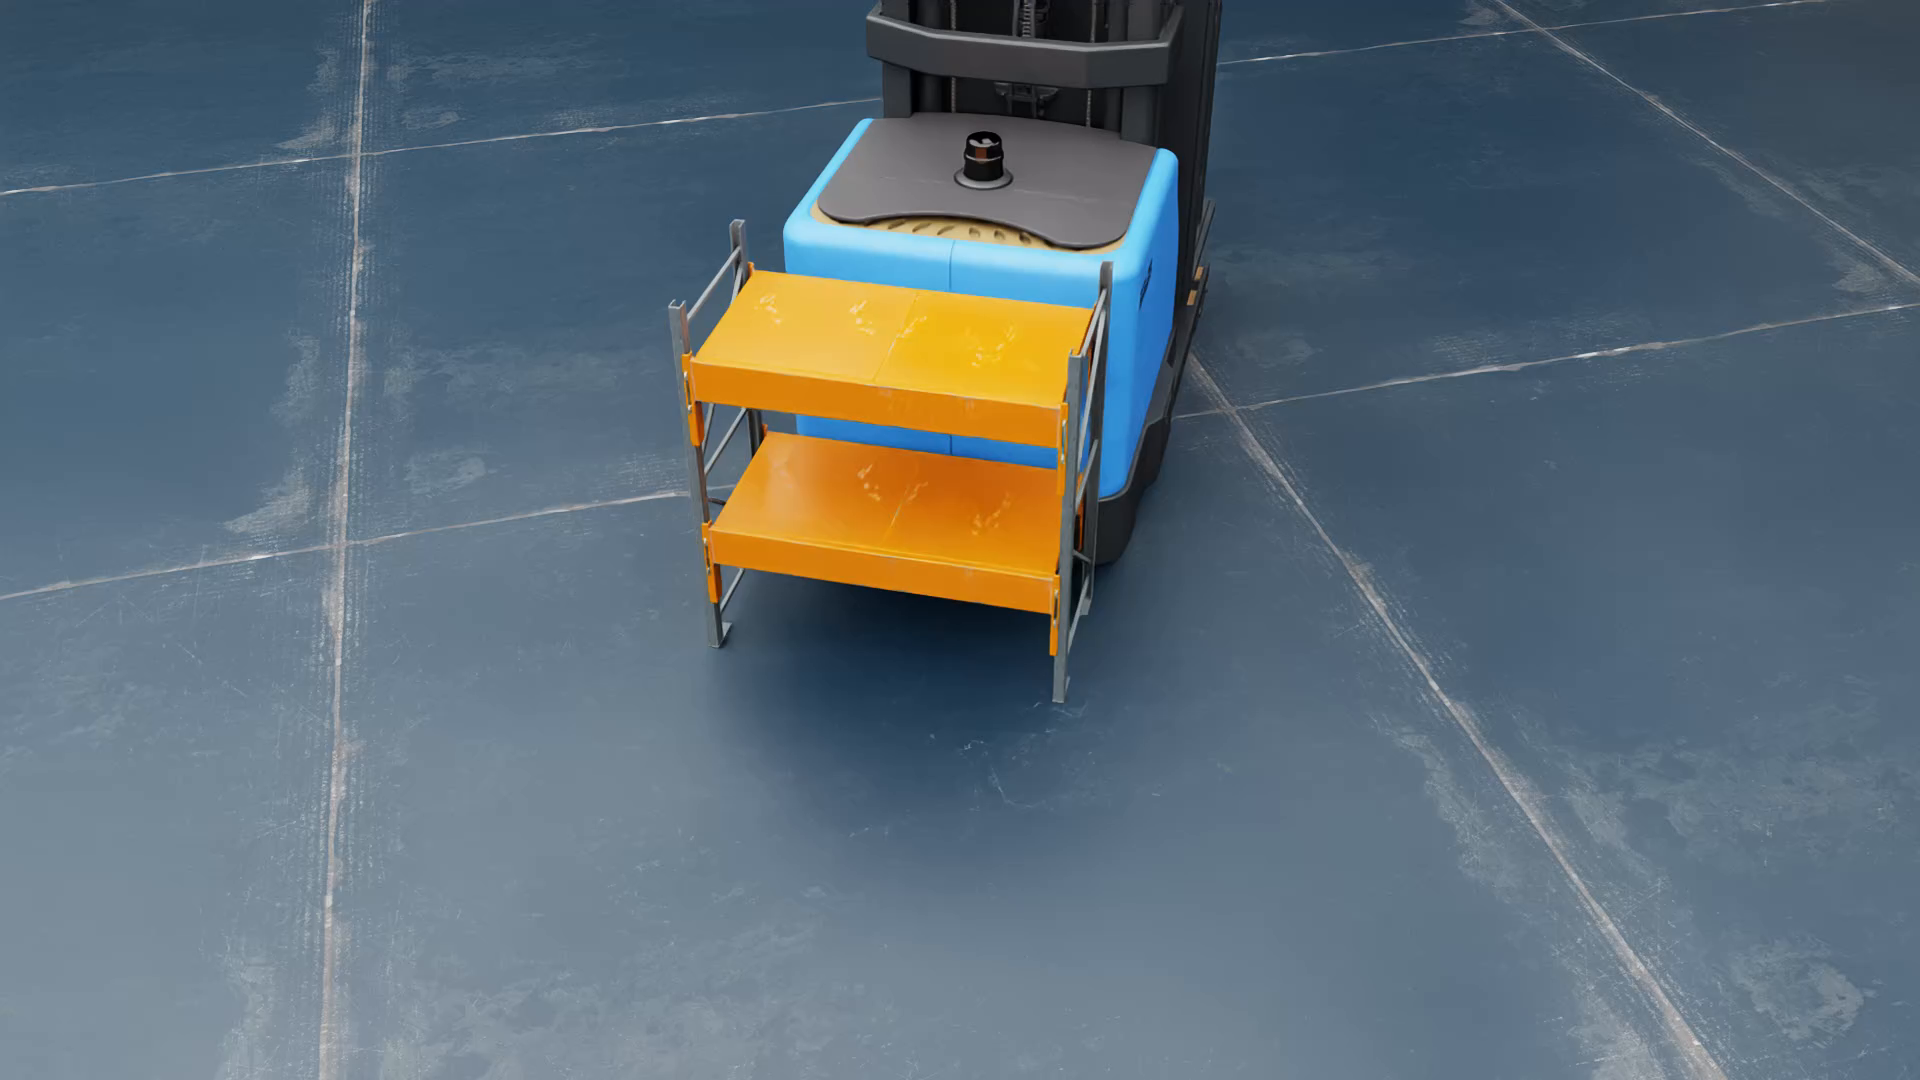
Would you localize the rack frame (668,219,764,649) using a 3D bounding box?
[{"bbox_3d":[-0.659,-0.280,4.691,0.032,1.125,0.500,8,38,11],"label":"rack frame"}]

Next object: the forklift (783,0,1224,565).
[{"bbox_3d":[0.339,-1.988,5.436,1.130,2.935,3.031,9,38,11],"label":"forklift"}]

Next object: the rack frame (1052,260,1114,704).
[{"bbox_3d":[0.331,-0.138,4.505,0.032,1.125,0.500,8,38,11],"label":"rack frame"}]

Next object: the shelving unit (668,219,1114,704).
[{"bbox_3d":[-0.164,-0.209,4.598,1.048,1.125,0.538,8,38,11],"label":"shelving unit"}]

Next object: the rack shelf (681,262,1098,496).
[{"bbox_3d":[-0.164,-0.442,4.420,1.000,0.278,0.538,8,38,11],"label":"rack shelf"}]

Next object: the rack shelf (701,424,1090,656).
[{"bbox_3d":[-0.164,-0.015,4.746,1.000,0.278,0.538,8,38,11],"label":"rack shelf"}]
